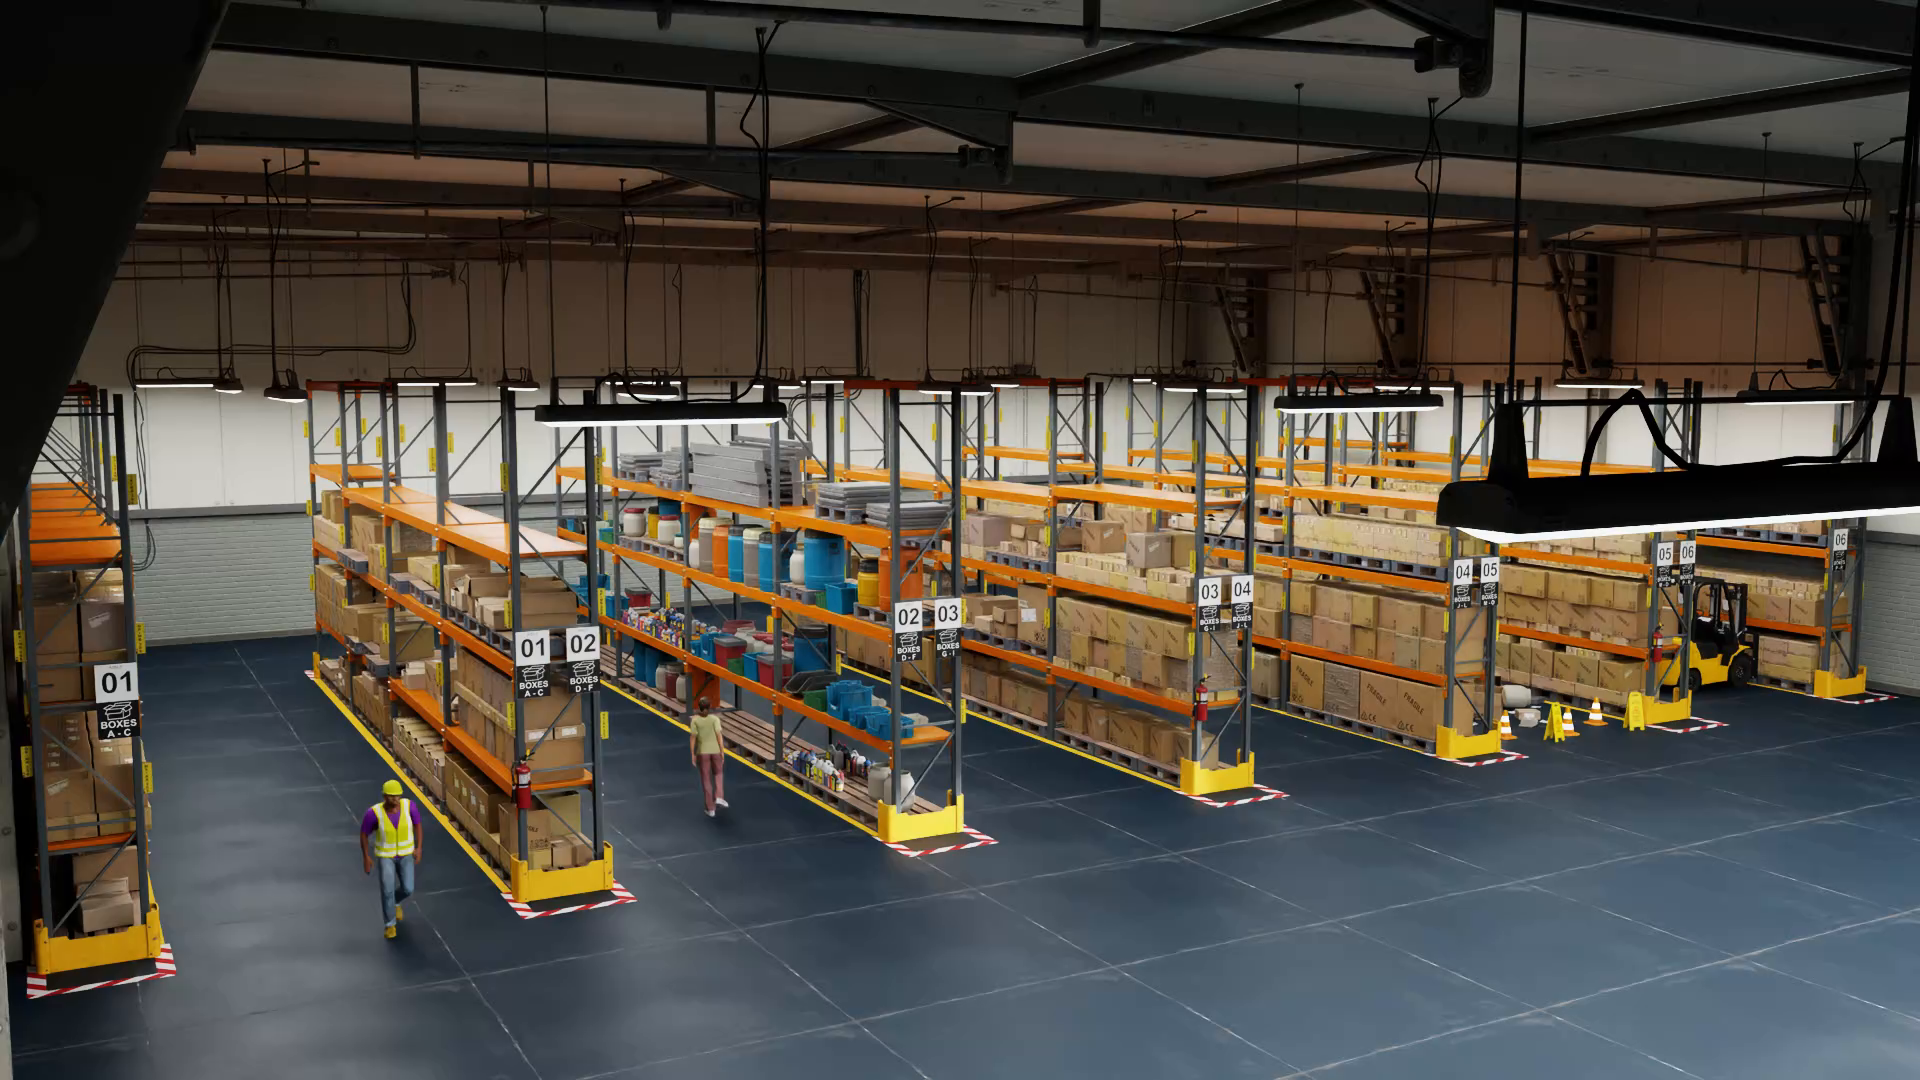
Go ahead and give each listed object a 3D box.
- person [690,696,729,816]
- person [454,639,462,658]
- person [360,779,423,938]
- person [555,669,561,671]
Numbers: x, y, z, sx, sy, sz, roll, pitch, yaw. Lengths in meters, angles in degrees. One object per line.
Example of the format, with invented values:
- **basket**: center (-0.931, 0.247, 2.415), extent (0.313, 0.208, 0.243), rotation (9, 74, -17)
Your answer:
- **person**: center (-3.515, 3.023, 23.301), extent (0.512, 1.661, 0.471), rotation (-2, 6, -19)
- **person**: center (-9.083, 2.255, 30.564), extent (0.679, 1.685, 0.671), rotation (-2, 7, -21)
- **person**: center (-6.344, 3.502, 18.556), extent (0.664, 1.746, 0.644), rotation (-4, 7, -31)
- **person**: center (-8.209, 1.870, 33.689), extent (0.640, 1.738, 1.010), rotation (-2, 6, -20)
